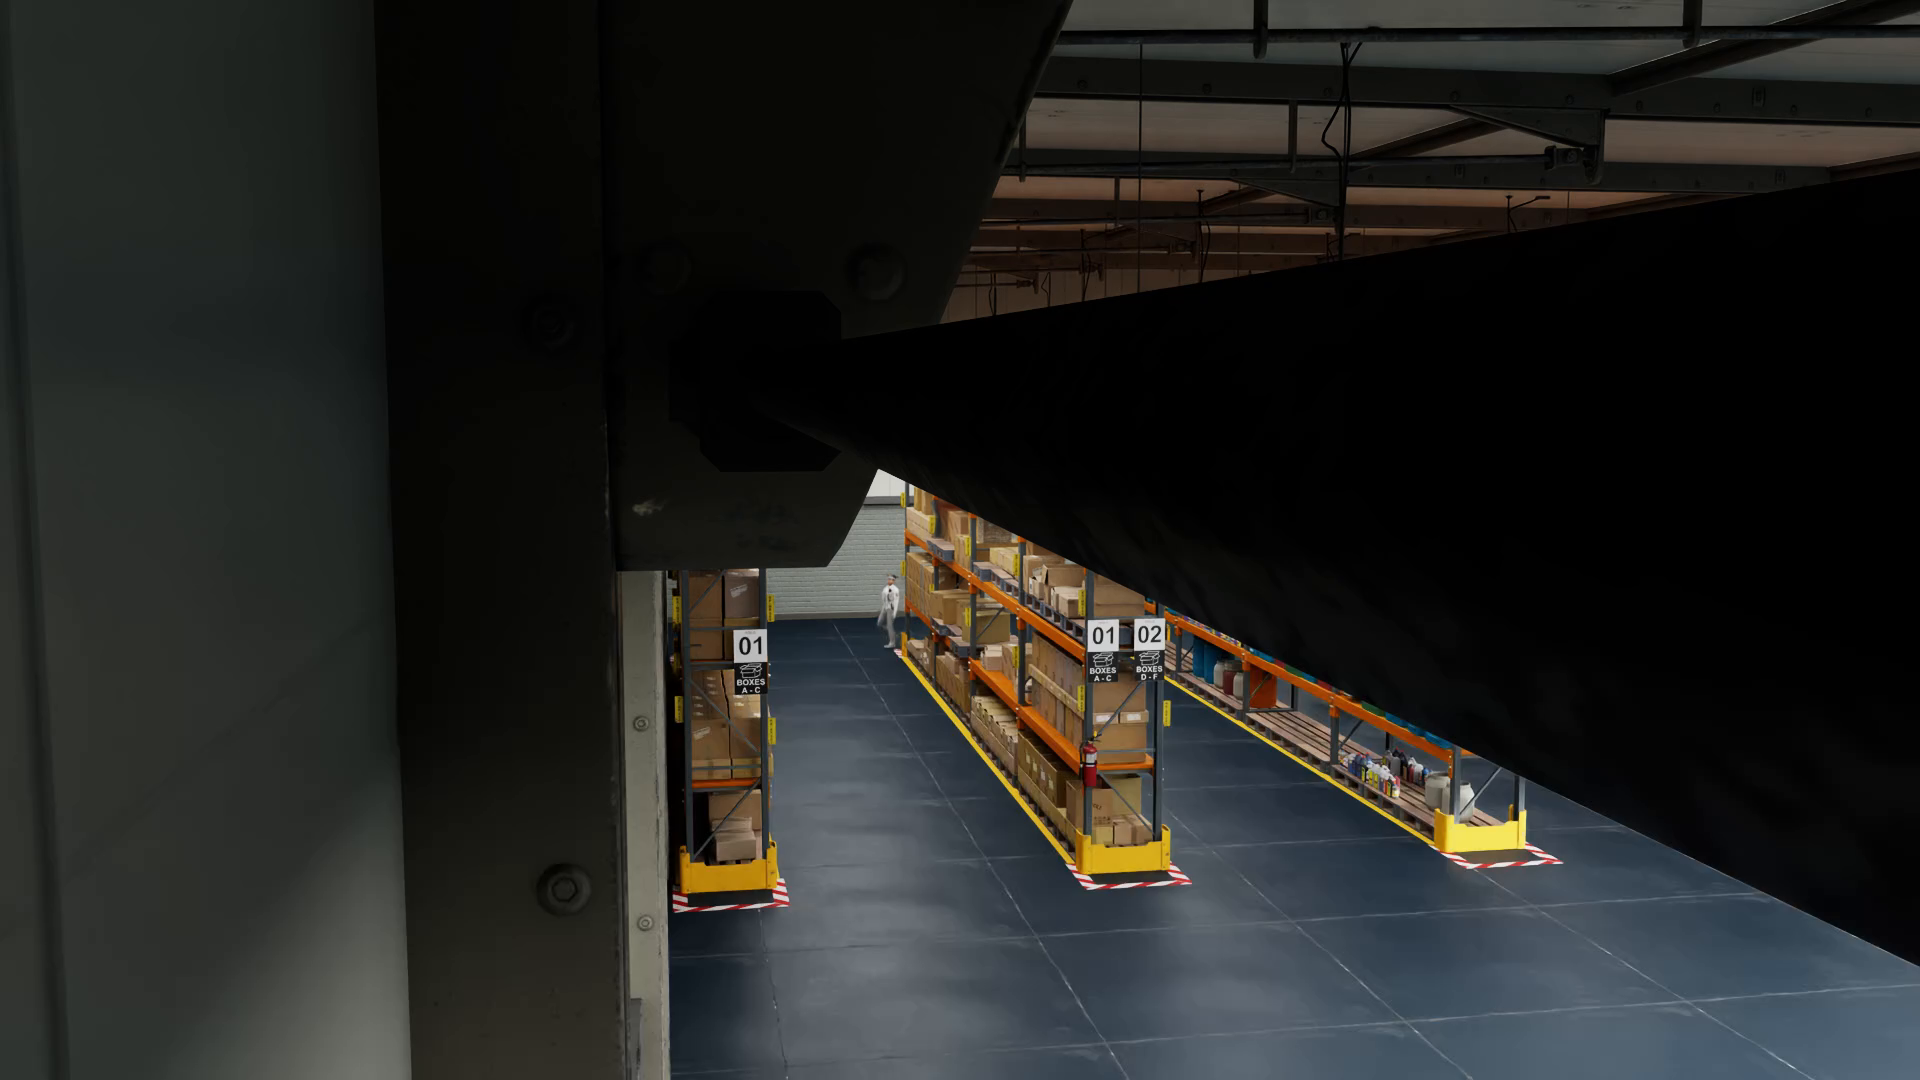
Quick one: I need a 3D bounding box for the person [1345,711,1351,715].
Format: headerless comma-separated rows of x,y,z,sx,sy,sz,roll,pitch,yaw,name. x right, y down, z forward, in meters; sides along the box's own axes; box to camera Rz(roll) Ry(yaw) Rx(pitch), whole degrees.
7.204,2.295,30.613,0.626,1.819,0.558,-1,6,-9,person

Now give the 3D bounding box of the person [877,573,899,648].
-1.608,1.588,37.470,0.451,1.686,0.501,-4,7,-33,person
